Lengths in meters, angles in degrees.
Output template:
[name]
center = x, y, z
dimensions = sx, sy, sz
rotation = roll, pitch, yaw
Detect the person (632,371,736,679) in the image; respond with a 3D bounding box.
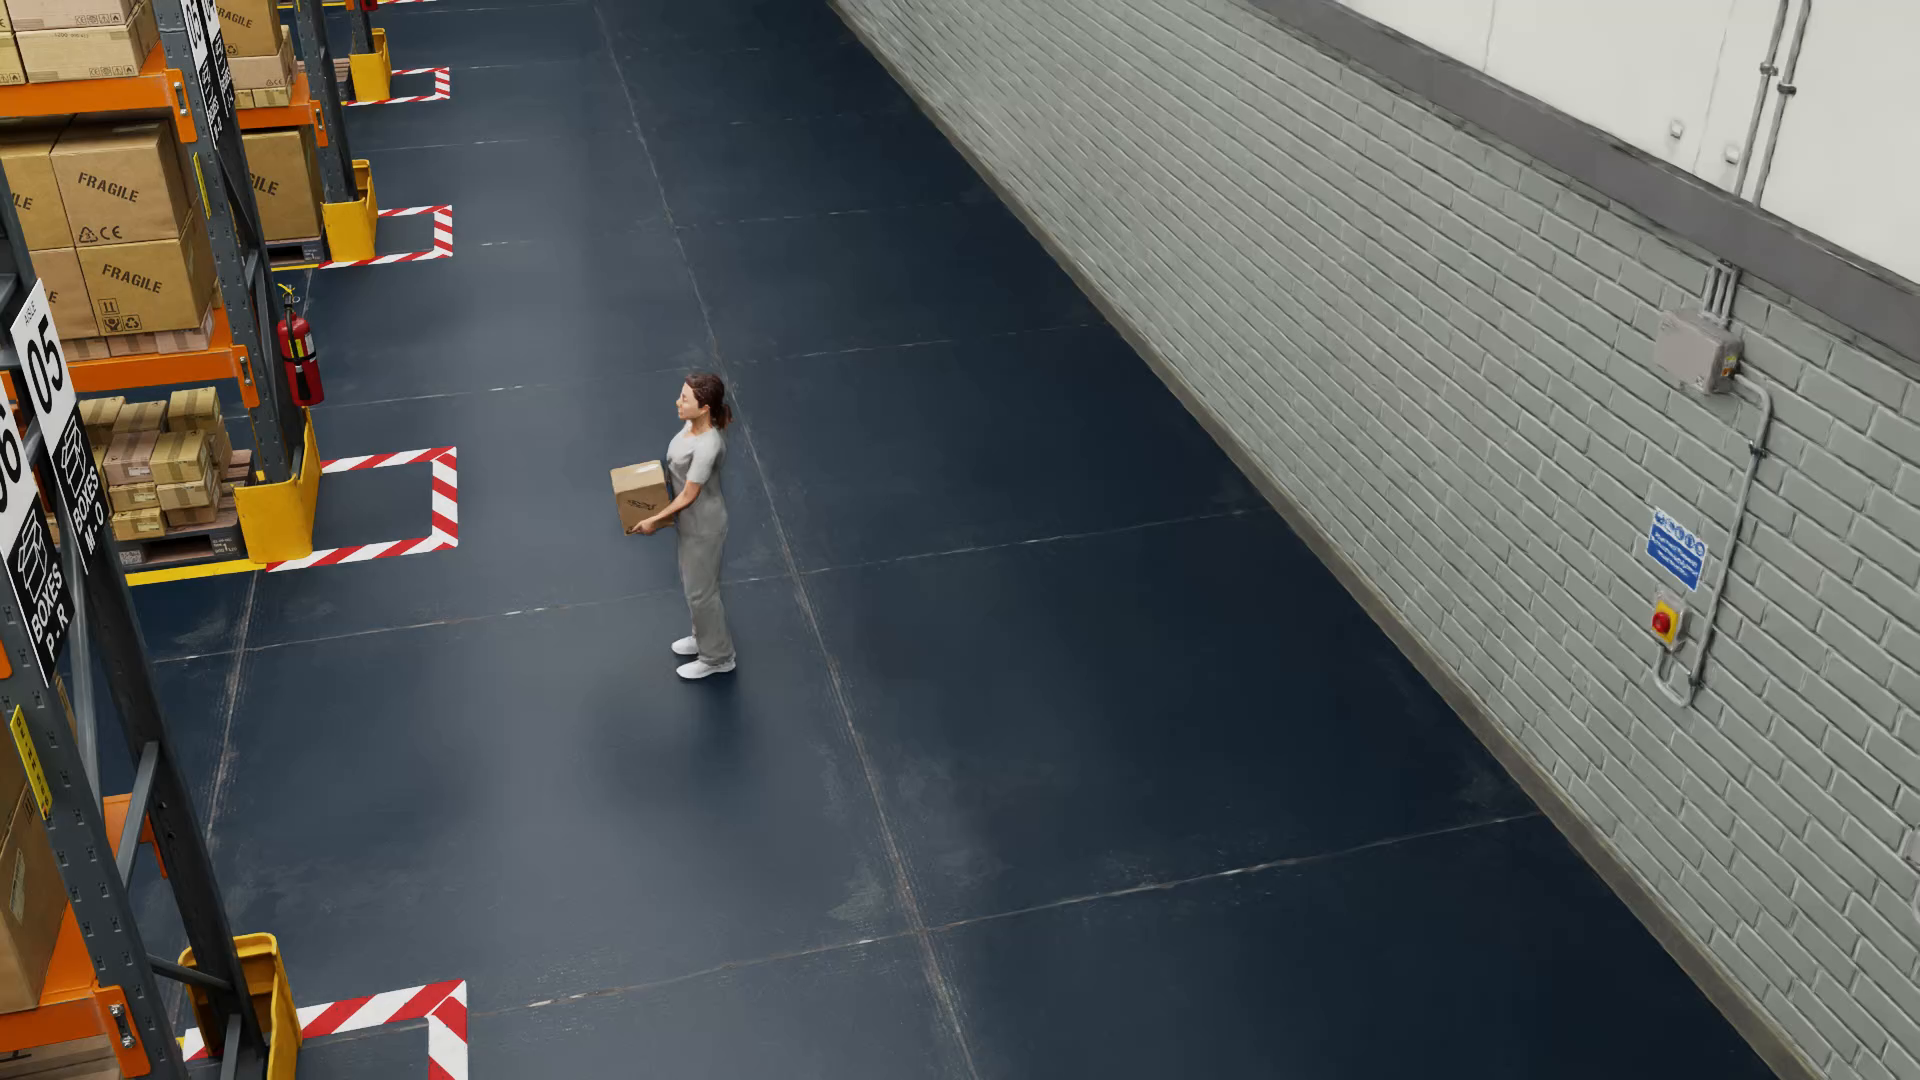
[person]
center = -1.378, -0.067, 8.368
dimensions = 0.542, 1.655, 0.437
rotation = -8, 31, -13
